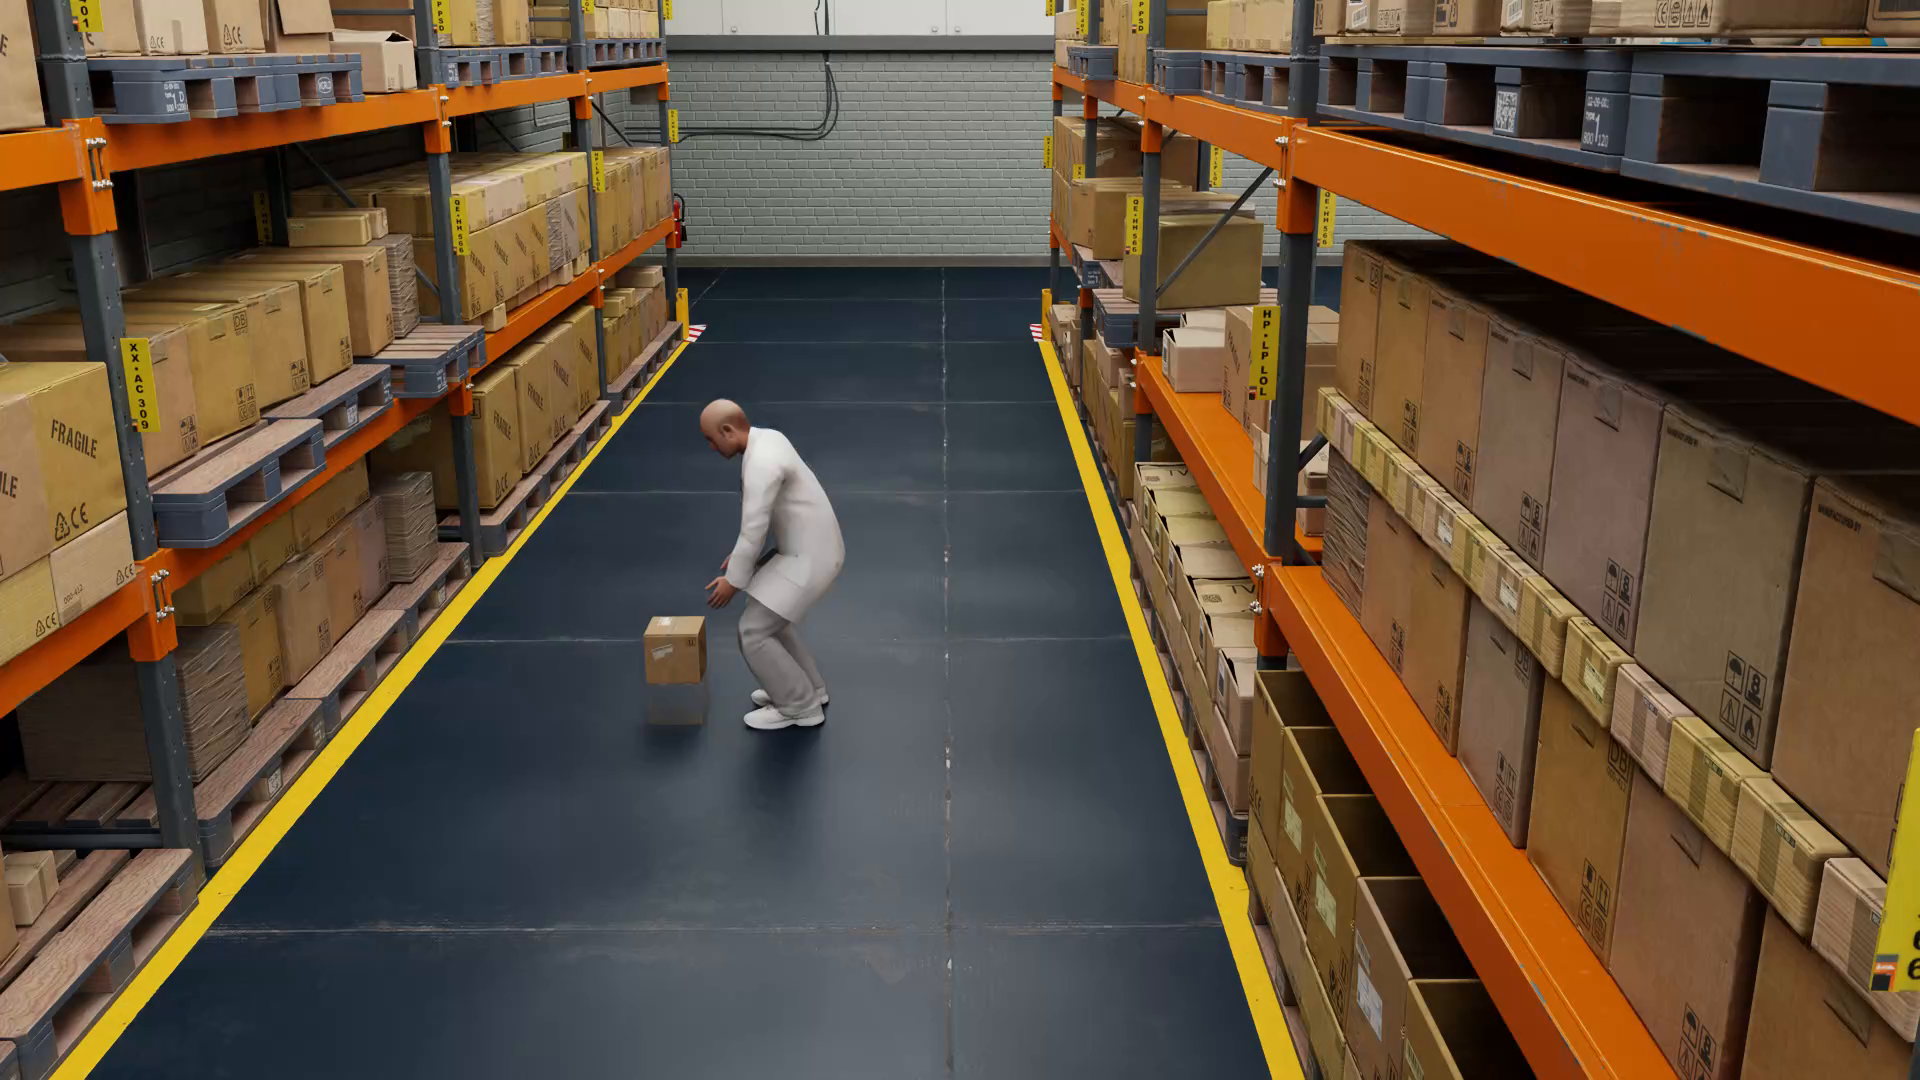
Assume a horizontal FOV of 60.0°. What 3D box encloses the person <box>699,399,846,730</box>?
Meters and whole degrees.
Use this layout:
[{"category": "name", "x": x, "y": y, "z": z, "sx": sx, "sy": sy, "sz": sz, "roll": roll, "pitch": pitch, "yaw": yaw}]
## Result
[{"category": "person", "x": -0.848, "y": 0.110, "z": 7.651, "sx": 0.636, "sy": 1.526, "sz": 0.627, "roll": 0, "pitch": 17, "yaw": 0}]
